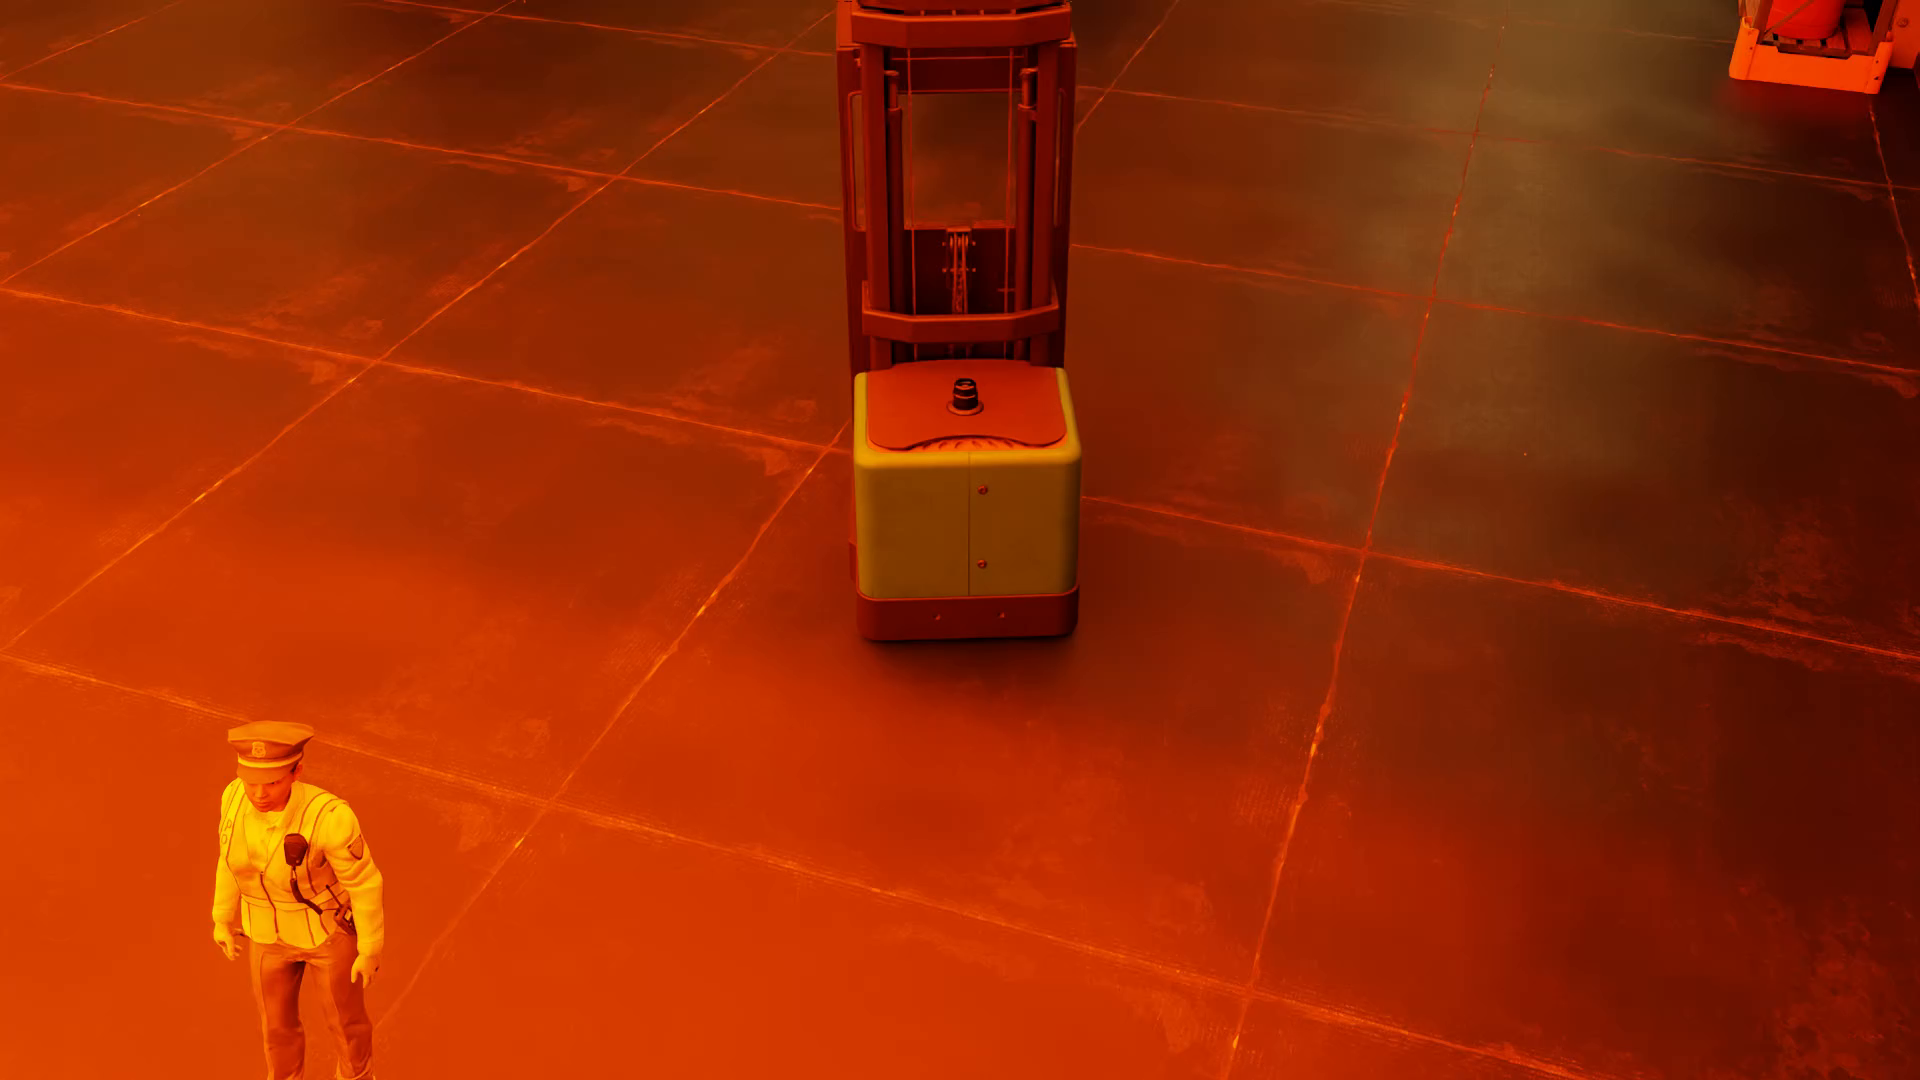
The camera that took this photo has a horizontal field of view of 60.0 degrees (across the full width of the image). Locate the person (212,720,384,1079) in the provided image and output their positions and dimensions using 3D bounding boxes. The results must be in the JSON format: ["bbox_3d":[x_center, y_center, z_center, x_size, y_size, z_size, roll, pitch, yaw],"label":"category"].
[{"bbox_3d":[-2.139,1.300,5.334,0.587,1.694,0.530,6,36,9],"label":"person"}]

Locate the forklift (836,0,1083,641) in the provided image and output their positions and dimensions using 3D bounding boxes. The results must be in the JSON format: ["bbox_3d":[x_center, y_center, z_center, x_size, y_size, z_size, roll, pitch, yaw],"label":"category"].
[{"bbox_3d":[-0.029,-1.547,8.293,1.130,2.935,3.031,-2,35,-2],"label":"forklift"}]
